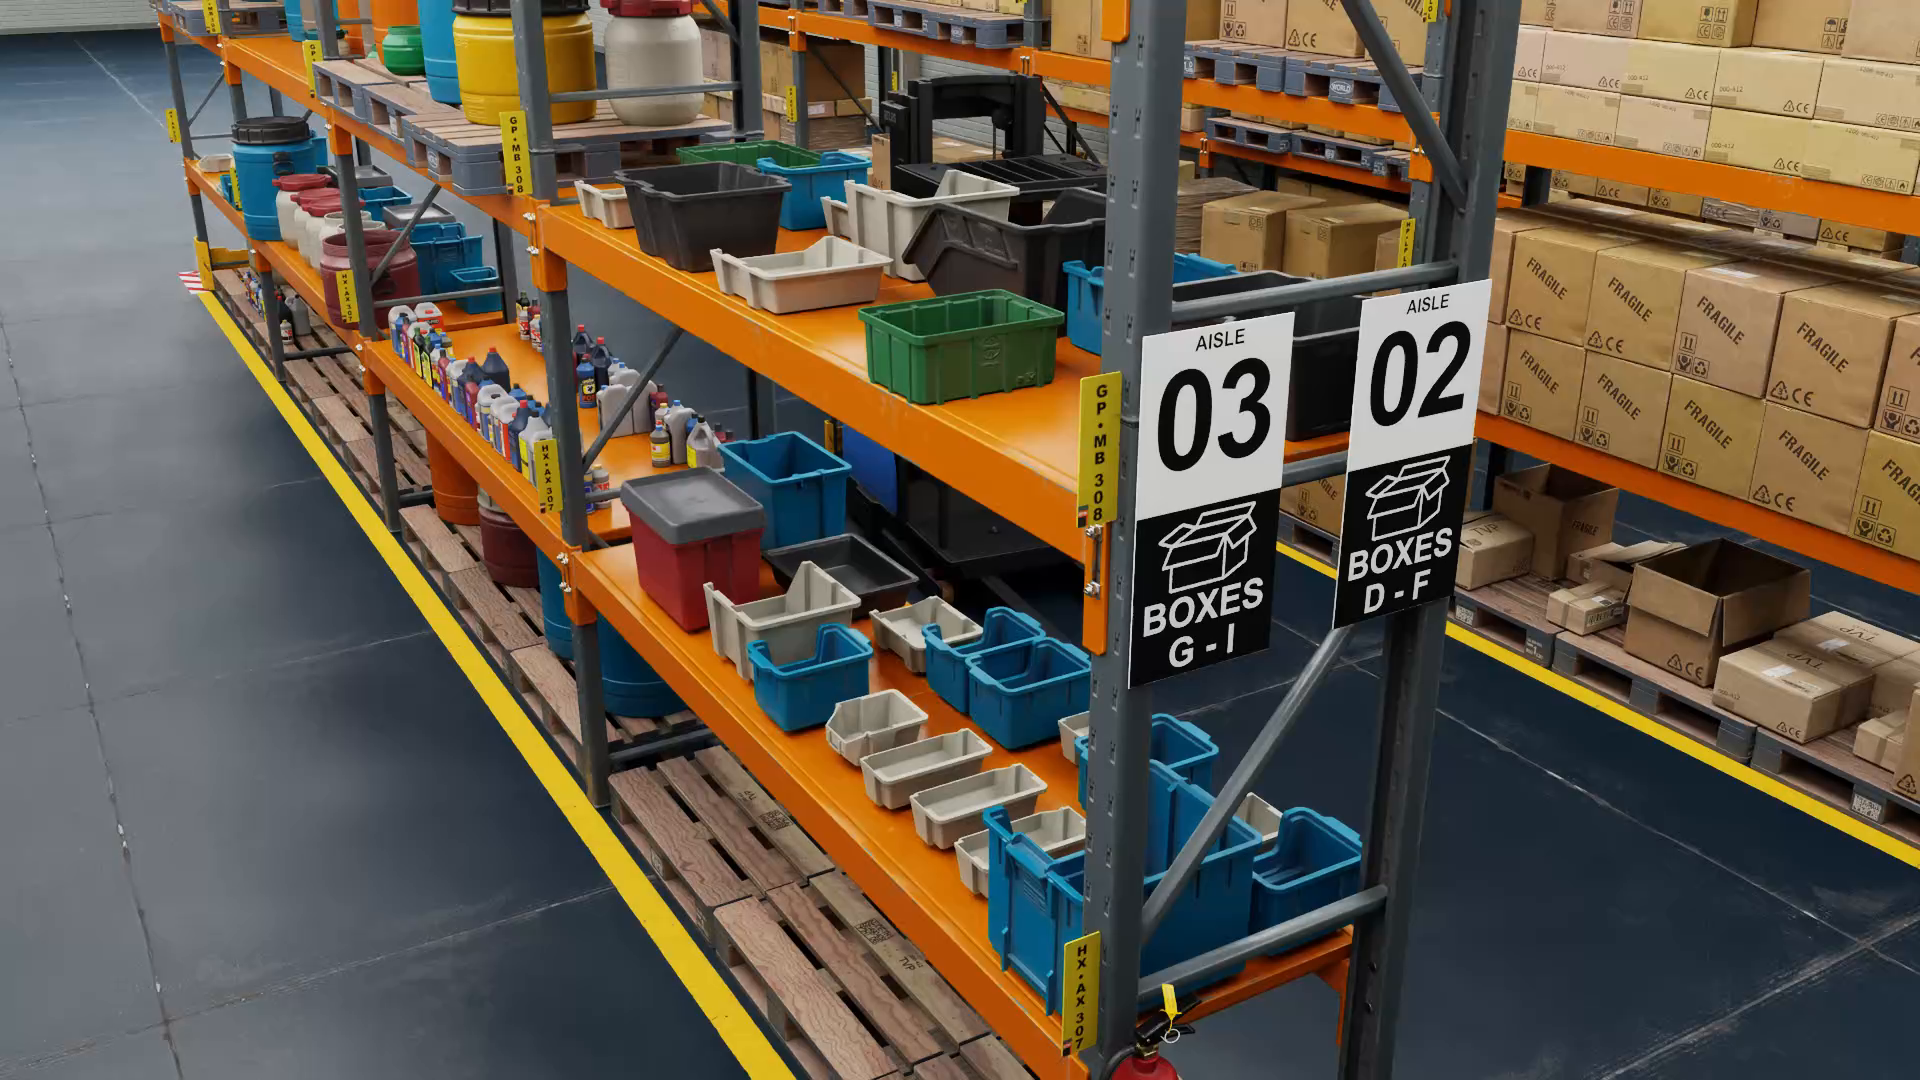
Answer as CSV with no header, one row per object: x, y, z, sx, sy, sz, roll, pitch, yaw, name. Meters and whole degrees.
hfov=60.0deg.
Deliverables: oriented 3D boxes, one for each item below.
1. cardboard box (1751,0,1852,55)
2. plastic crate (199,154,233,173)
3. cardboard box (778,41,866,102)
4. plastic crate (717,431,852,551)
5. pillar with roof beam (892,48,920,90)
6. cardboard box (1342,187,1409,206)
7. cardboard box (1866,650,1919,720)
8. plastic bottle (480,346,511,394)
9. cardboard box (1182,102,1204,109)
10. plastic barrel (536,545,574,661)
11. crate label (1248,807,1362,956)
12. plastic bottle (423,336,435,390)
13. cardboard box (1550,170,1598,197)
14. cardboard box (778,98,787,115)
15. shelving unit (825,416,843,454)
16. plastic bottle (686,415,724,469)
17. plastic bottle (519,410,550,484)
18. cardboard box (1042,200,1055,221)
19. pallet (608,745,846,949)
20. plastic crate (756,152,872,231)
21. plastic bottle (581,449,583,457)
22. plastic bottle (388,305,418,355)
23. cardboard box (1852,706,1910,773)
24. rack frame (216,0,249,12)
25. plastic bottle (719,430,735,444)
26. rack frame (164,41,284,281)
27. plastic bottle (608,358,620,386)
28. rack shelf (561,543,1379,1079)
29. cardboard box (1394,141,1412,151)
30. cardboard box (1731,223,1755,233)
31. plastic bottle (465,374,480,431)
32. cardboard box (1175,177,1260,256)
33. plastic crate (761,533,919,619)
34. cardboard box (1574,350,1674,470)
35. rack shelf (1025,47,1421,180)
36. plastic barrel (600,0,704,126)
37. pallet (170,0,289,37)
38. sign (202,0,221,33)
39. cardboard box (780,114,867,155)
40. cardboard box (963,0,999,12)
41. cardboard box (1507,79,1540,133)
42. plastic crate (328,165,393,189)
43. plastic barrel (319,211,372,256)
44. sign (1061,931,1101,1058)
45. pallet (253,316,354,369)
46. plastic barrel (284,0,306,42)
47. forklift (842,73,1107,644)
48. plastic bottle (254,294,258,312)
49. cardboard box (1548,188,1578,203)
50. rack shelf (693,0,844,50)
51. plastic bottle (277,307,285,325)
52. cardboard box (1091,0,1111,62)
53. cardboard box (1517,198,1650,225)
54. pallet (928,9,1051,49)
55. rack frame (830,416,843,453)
4.030,-2.467,7.454,0.700,0.500,0.500,-13,25,-28,cardboard box
-7.241,-3.660,16.182,0.298,0.136,0.250,-13,25,-28,plastic crate
-1.350,-4.580,16.240,0.700,0.500,0.500,-12,25,-28,cardboard box
-0.760,-0.184,7.222,0.392,0.384,0.575,-13,25,-28,plastic crate
-4.569,-9.872,23.149,9.100,9.000,0.400,-13,25,-28,pillar with roof beam
4.265,-3.428,17.001,0.500,0.250,0.500,-13,25,-28,cardboard box
4.723,0.772,7.996,0.500,0.250,0.500,-13,25,-28,cardboard box
-2.543,-0.890,9.084,0.144,0.351,0.185,-13,25,-28,plastic bottle
2.632,-5.125,18.614,0.500,0.500,0.500,-13,25,-28,cardboard box
-1.916,0.120,8.762,0.600,0.901,0.708,-13,25,-28,plastic barrel
0.909,0.952,4.628,0.416,0.233,0.303,-13,25,-28,crate label
-3.008,-1.011,9.470,0.061,0.283,0.133,-13,25,-28,plastic bottle
5.470,-3.265,14.306,0.500,0.500,0.500,-12,25,-26,cardboard box
-1.565,-4.264,16.325,0.380,0.149,0.250,-13,26,-29,cardboard box
-0.524,-1.206,11.786,0.587,1.500,1.083,-9,24,-22,shelving unit
-1.213,-0.416,7.916,0.144,0.351,0.185,-13,25,-28,plastic bottle
-2.042,-0.461,8.027,0.144,0.351,0.185,-13,25,-28,plastic bottle
0.777,-2.580,13.295,0.500,0.311,0.500,-11,25,-25,cardboard box
-0.882,1.273,7.398,1.003,0.211,1.213,-13,25,-28,pallet
-0.552,-1.328,6.333,0.416,0.233,0.300,-13,25,-28,plastic crate
-1.860,-0.371,8.004,0.097,0.201,0.097,0,22,0,plastic bottle
-3.392,-1.284,10.152,0.152,0.276,0.135,-13,25,-28,plastic bottle
4.393,0.926,7.728,0.380,0.166,0.250,-13,25,-28,cardboard box
-5.378,-5.618,12.682,1.000,3.000,0.127,-13,25,-28,rack frame
-1.112,-0.396,7.957,0.061,0.283,0.133,-13,25,-28,plastic bottle
-7.421,-4.134,16.998,1.000,3.000,0.127,-13,25,-28,rack frame
-1.877,-0.862,9.119,0.097,0.271,0.097,0,22,0,plastic bottle
-0.270,0.732,5.983,1.077,0.370,4.000,-13,25,-28,rack shelf
4.625,-4.026,16.015,0.700,0.500,0.500,-15,27,-33,cardboard box
6.313,-2.438,13.134,0.380,0.149,0.250,-13,25,-28,cardboard box
-2.559,-0.727,8.771,0.061,0.283,0.133,-13,25,-28,plastic bottle
1.647,-2.221,11.603,0.700,0.500,0.500,-8,23,-18,cardboard box
-0.489,0.161,6.717,0.437,0.125,0.590,-13,25,-28,plastic crate
3.513,-0.702,8.422,0.500,0.500,0.500,-13,25,-29,cardboard box
1.947,-2.904,10.945,1.077,0.370,4.000,-13,25,-28,rack shelf
-1.345,-2.115,7.309,0.433,0.535,0.433,0,22,0,plastic barrel
-5.831,-4.356,13.811,1.213,0.211,1.003,-13,25,-28,pallet
-5.857,-4.130,12.994,0.100,0.325,0.005,-13,25,-28,sign
-1.350,-3.979,16.485,0.700,0.500,0.500,-13,26,-30,cardboard box
0.362,-4.312,13.095,0.500,0.250,0.500,-12,25,-27,cardboard box
3.004,-2.316,8.741,0.500,0.250,0.500,-13,25,-28,cardboard box
-4.868,-2.771,13.559,0.402,0.464,0.583,-13,25,-28,plastic crate
-4.259,-2.024,11.659,0.421,0.512,0.421,0,22,0,plastic barrel
0.287,1.081,3.951,0.100,0.325,0.005,-13,25,-28,sign
-5.685,-1.772,14.892,1.003,0.211,1.213,-13,25,-28,pallet
-4.932,-4.338,12.850,0.600,0.901,0.708,-13,25,-28,plastic barrel
0.249,-1.142,9.728,1.130,2.935,3.031,-9,24,-22,forklift
-6.486,-2.219,15.419,0.097,0.201,0.097,0,22,0,plastic bottle
5.336,-3.006,14.530,0.380,0.149,0.250,-12,25,-27,cardboard box
-2.139,-5.494,17.317,1.077,0.370,4.000,-13,25,-28,rack shelf
-5.907,-1.876,14.468,0.061,0.283,0.133,-11,25,-26,plastic bottle
1.438,-3.632,11.646,0.910,0.500,0.500,-13,25,-28,cardboard box
3.450,-1.596,9.294,0.500,0.500,0.500,-12,25,-28,cardboard box
0.502,-4.000,12.936,1.213,0.211,1.003,-11,25,-26,pallet
-0.731,-1.384,12.226,0.500,1.500,0.032,-9,24,-22,rack frame
